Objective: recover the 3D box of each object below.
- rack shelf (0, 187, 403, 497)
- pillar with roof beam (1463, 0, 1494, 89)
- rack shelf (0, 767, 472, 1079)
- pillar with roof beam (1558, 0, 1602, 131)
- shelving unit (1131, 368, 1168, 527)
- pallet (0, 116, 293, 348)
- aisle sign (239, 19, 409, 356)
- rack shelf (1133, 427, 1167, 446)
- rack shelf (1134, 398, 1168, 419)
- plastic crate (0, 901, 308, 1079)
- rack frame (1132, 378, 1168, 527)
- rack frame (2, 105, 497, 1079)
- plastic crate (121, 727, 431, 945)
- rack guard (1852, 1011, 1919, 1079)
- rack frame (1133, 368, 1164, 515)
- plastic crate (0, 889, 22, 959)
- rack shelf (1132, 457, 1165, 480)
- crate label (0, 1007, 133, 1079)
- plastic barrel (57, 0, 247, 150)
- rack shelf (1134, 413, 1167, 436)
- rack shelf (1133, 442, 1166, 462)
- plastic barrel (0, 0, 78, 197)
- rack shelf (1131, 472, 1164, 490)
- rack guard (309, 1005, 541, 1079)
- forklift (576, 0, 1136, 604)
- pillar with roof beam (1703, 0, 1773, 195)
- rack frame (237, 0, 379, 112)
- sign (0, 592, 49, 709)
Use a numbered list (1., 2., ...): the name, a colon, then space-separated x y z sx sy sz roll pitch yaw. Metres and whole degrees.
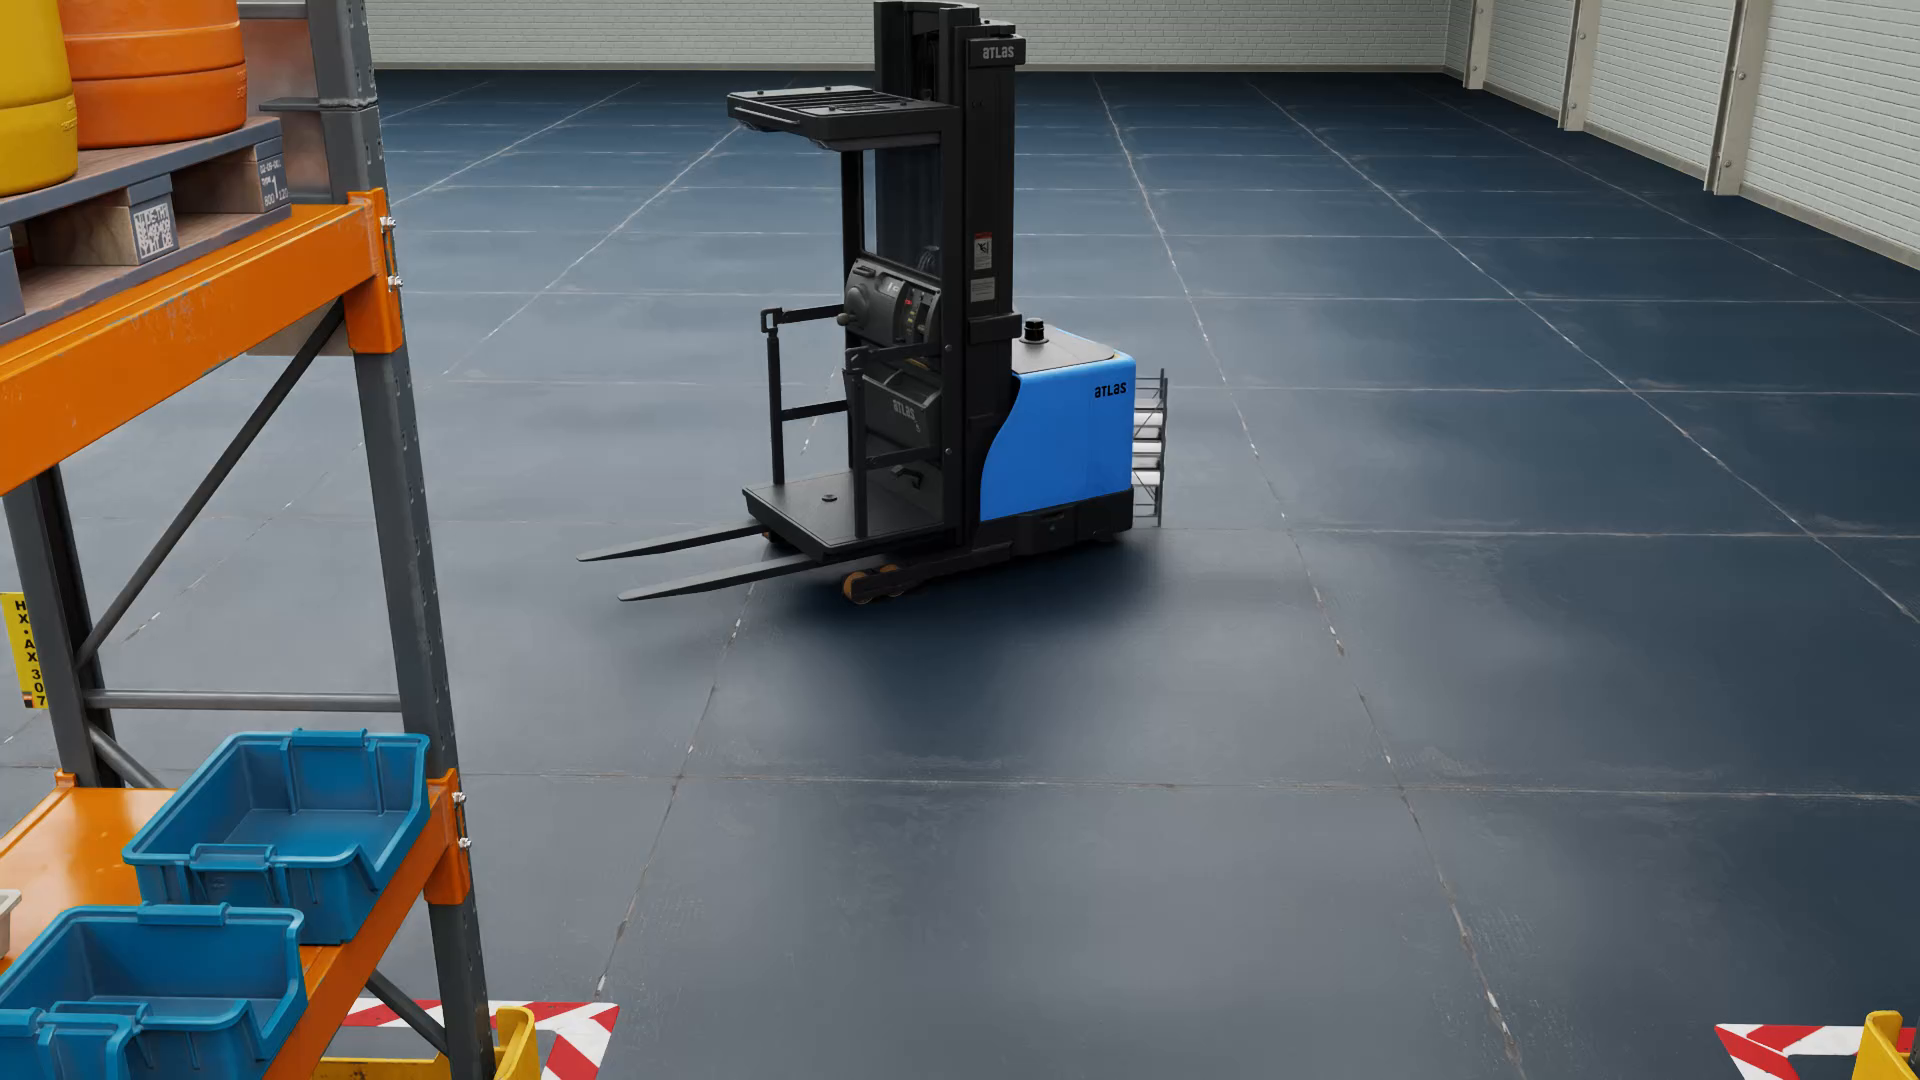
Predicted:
1. rack shelf: -1.890 0.082 2.018 1.077 0.370 4.000 1 21 2
2. pillar with roof beam: 5.526 -12.897 30.329 9.100 9.000 0.400 1 21 2
3. rack shelf: -1.890 1.481 2.561 1.077 0.370 4.000 1 21 2
4. pillar with roof beam: 5.343 -10.728 24.738 9.100 9.000 0.400 1 21 2
5. shelving unit: 1.057 -0.535 9.663 0.258 0.900 0.210 0 21 1
6. pallet: -1.952 -0.590 3.018 1.003 0.211 1.213 1 21 2
7. aisle sign: -1.530 -0.813 3.883 0.394 0.787 0.004 1 21 2
8. rack shelf: 1.057 -0.587 9.642 0.258 0.077 0.200 0 21 1
9. rack shelf: 1.057 -0.755 9.577 0.258 0.077 0.200 0 21 1
10. plastic crate: -1.571 0.910 3.241 0.499 0.251 0.408 1 21 2
11. rack frame: 1.056 -0.498 9.568 0.240 0.900 0.006 0 21 1
12. rack frame: -1.829 0.422 4.294 1.000 3.000 0.127 1 21 2
13. plastic crate: -1.545 0.676 3.846 0.499 0.251 0.616 1 21 2
14. rack guard: 3.122 1.635 4.625 1.175 0.500 0.348 1 21 2
15. rack frame: 1.059 -0.571 9.758 0.240 0.900 0.006 0 21 1
16. plastic crate: -2.178 0.865 3.517 0.298 0.136 0.250 1 21 2
17. rack shelf: 1.057 -0.420 9.707 0.258 0.077 0.200 0 21 1
18. crate label: -1.615 1.074 2.565 0.502 0.435 0.616 1 21 2
19. plastic barrel: -1.717 -1.195 3.142 0.600 0.830 0.708 1 21 2
20. rack shelf: 1.057 -0.671 9.610 0.258 0.077 0.200 0 21 1
21. rack shelf: 1.057 -0.504 9.675 0.258 0.077 0.200 0 21 1
22. plastic barrel: -1.737 -0.846 2.576 0.600 0.588 0.600 0 21 0
23. rack shelf: 1.057 -0.336 9.740 0.258 0.077 0.200 0 21 1
24. rack guard: -1.785 1.615 4.674 1.175 0.500 0.348 1 21 2
25. forklift: -0.538 -1.249 8.696 3.031 2.935 1.130 -12 24 -29
26. pillar with roof beam: 5.161 -8.559 19.147 9.100 9.000 0.400 1 21 2
27. rack frame: -1.829 -2.375 3.209 1.000 3.000 0.127 1 21 2
28. sign: -2.379 0.285 4.264 0.100 0.325 0.005 1 21 2
